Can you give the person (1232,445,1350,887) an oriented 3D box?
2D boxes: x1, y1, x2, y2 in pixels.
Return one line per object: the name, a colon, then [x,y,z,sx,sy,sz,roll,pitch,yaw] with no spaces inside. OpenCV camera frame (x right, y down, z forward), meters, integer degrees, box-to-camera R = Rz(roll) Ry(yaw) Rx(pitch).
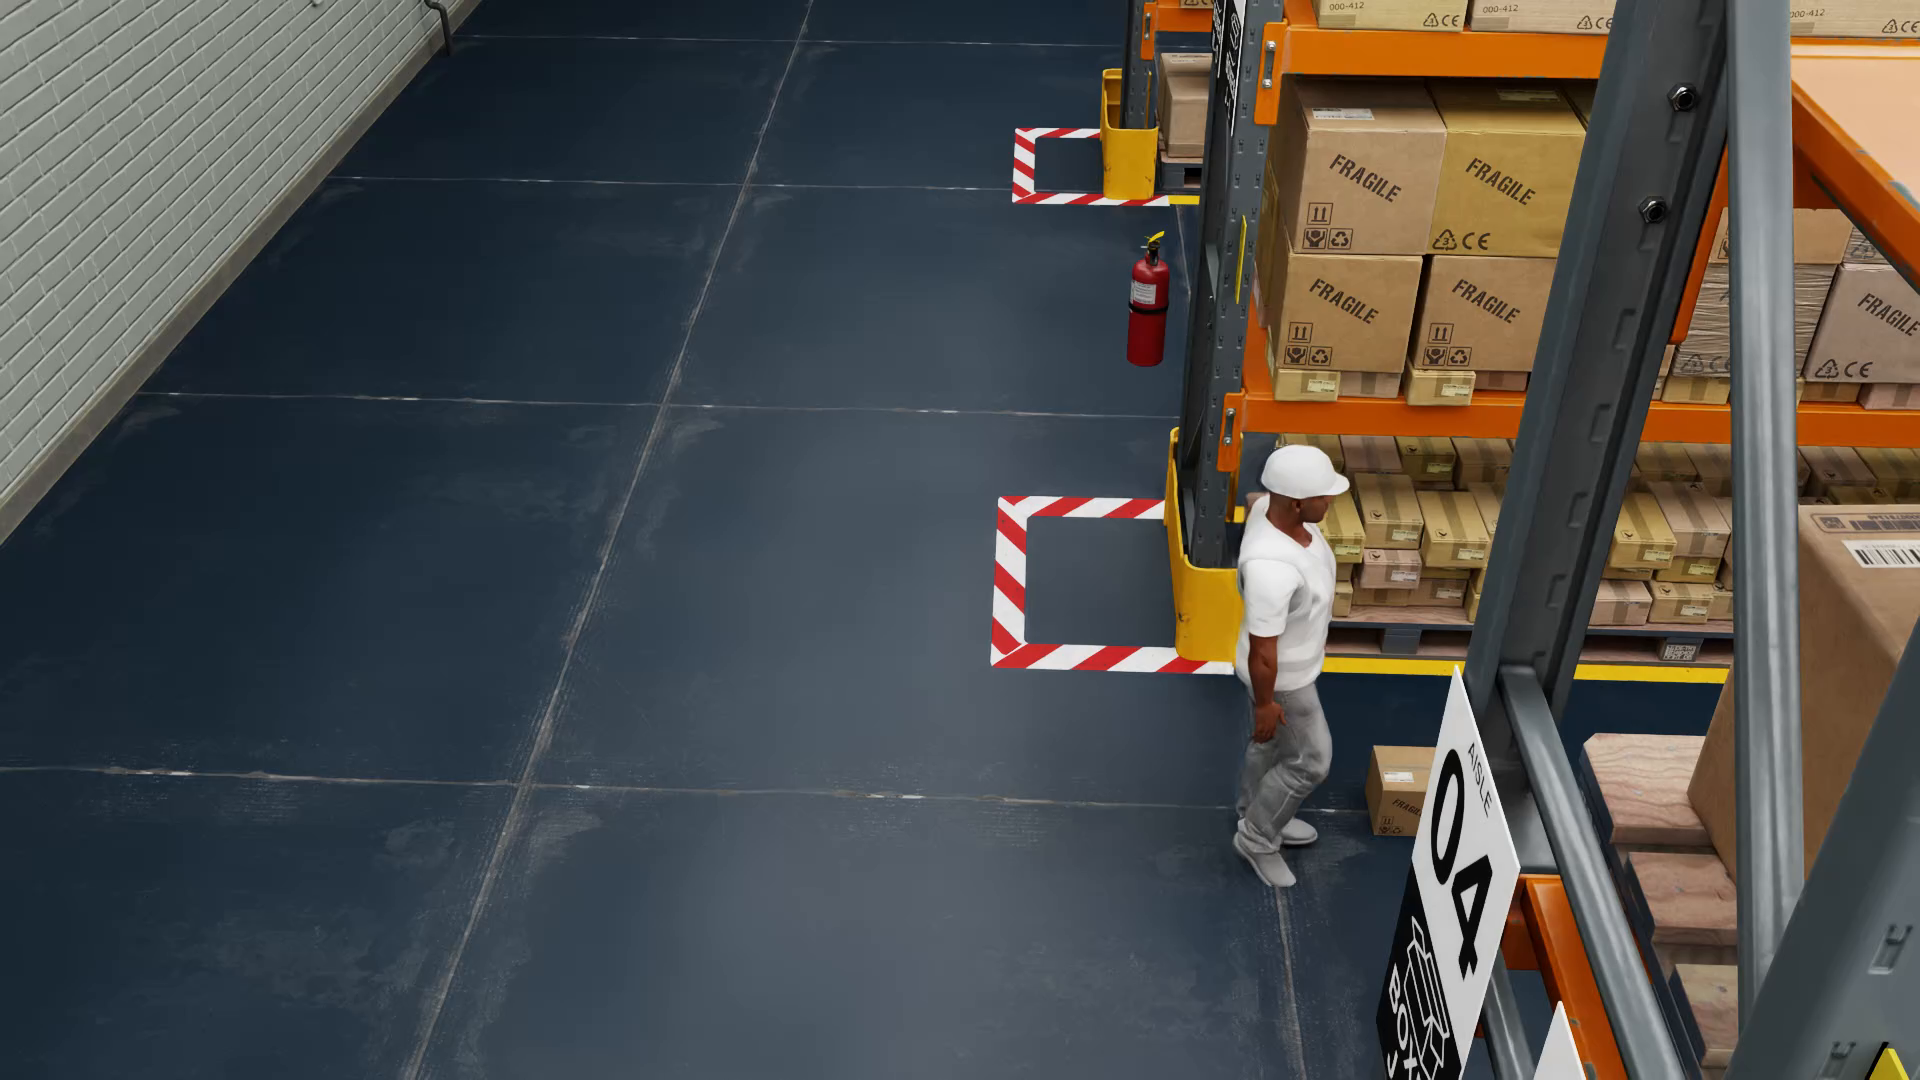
person: [1.177,0.463,6.001,0.425,1.828,0.602,8,36,12]
